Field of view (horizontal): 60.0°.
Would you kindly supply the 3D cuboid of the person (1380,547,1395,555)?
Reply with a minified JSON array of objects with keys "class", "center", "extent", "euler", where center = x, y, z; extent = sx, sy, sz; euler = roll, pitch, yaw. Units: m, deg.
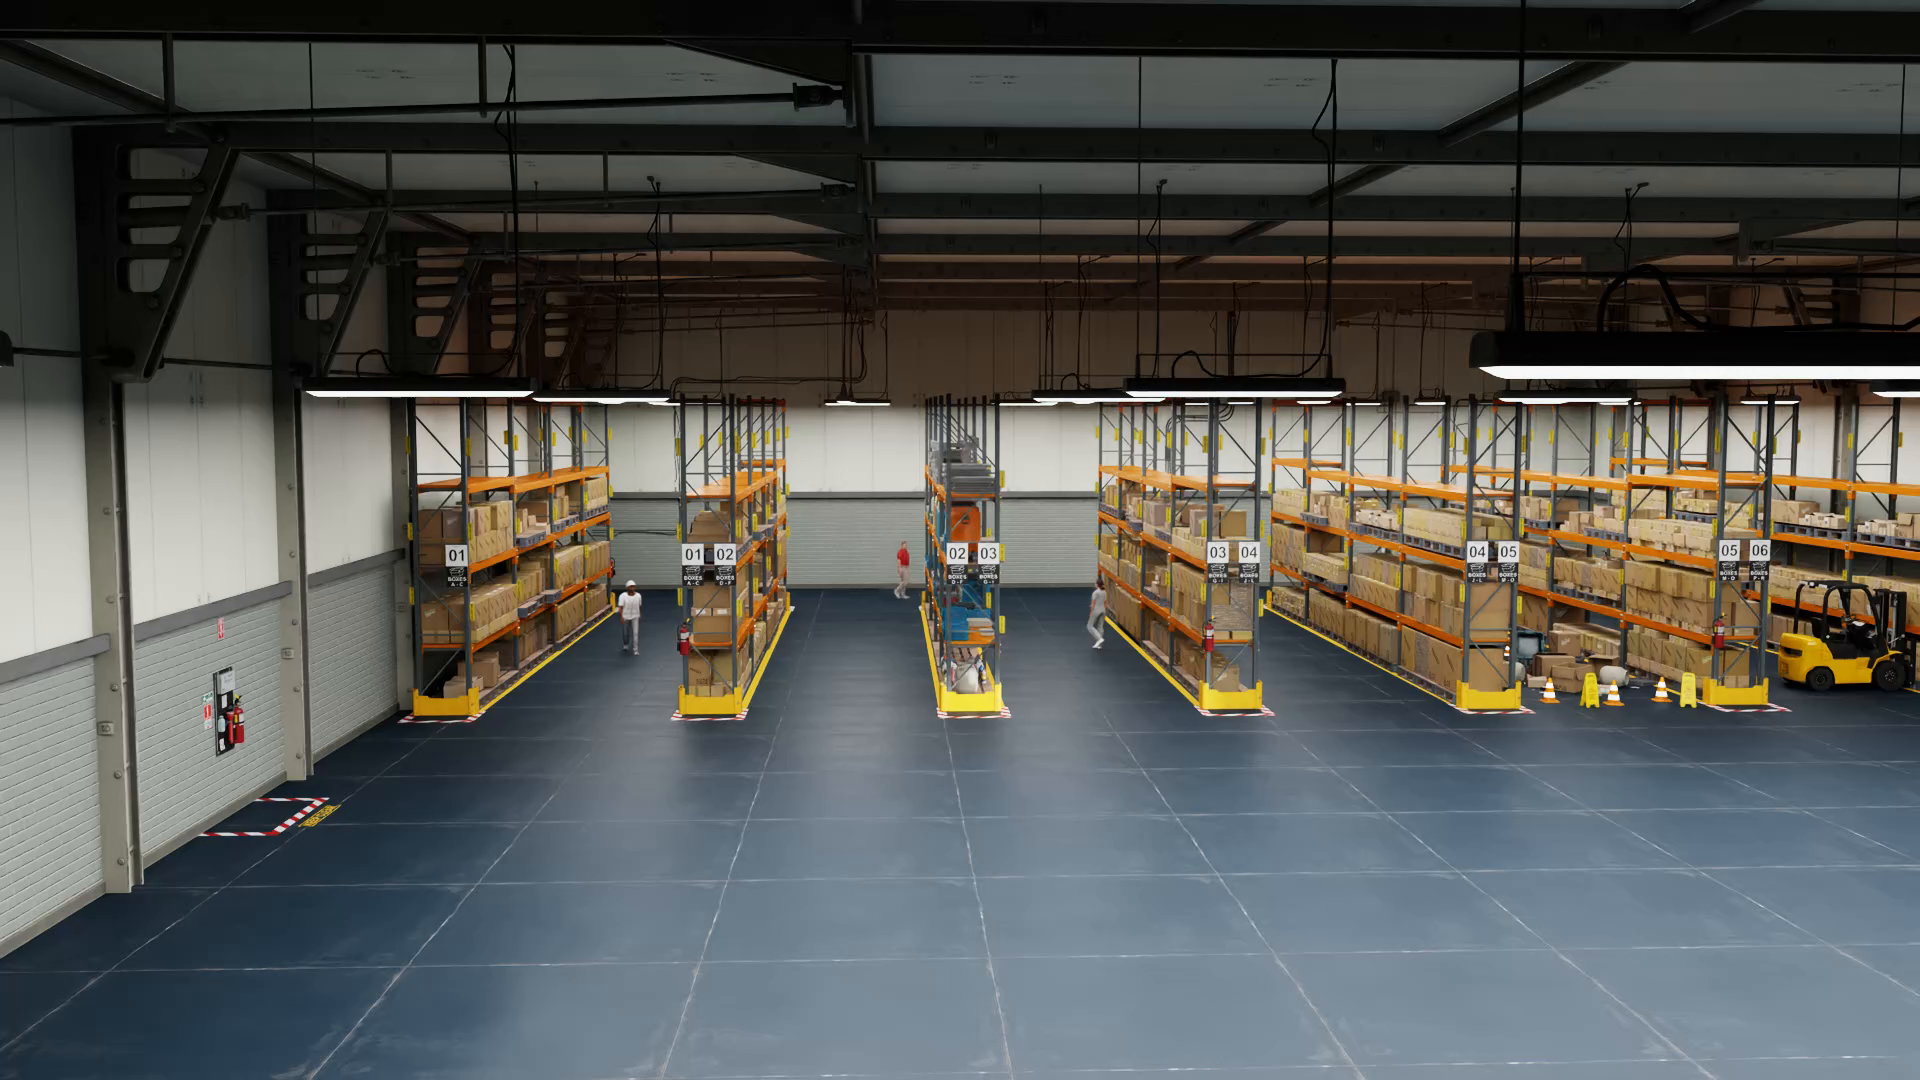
[{"class":"person","center":[13.189,0.791,51.342],"extent":[1.051,1.749,0.515],"euler":[-2,5,-28]}]

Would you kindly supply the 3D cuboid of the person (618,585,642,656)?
[{"class":"person","center":[-7.650,1.821,38.580],"extent":[0.532,1.690,1.036],"euler":[-1,5,-12]}]

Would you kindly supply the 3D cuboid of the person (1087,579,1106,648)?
[{"class":"person","center":[3.324,1.755,39.585],"extent":[0.470,1.672,0.501],"euler":[-4,6,-39]}]

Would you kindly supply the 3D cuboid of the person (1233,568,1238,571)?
[{"class":"person","center":[7.455,1.290,45.616],"extent":[0.398,1.678,0.490],"euler":[3,6,38]}]

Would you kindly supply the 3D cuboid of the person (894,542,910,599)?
[{"class":"person","center":[-1.739,0.902,49.906],"extent":[0.486,1.719,0.565],"euler":[0,5,6]}]
